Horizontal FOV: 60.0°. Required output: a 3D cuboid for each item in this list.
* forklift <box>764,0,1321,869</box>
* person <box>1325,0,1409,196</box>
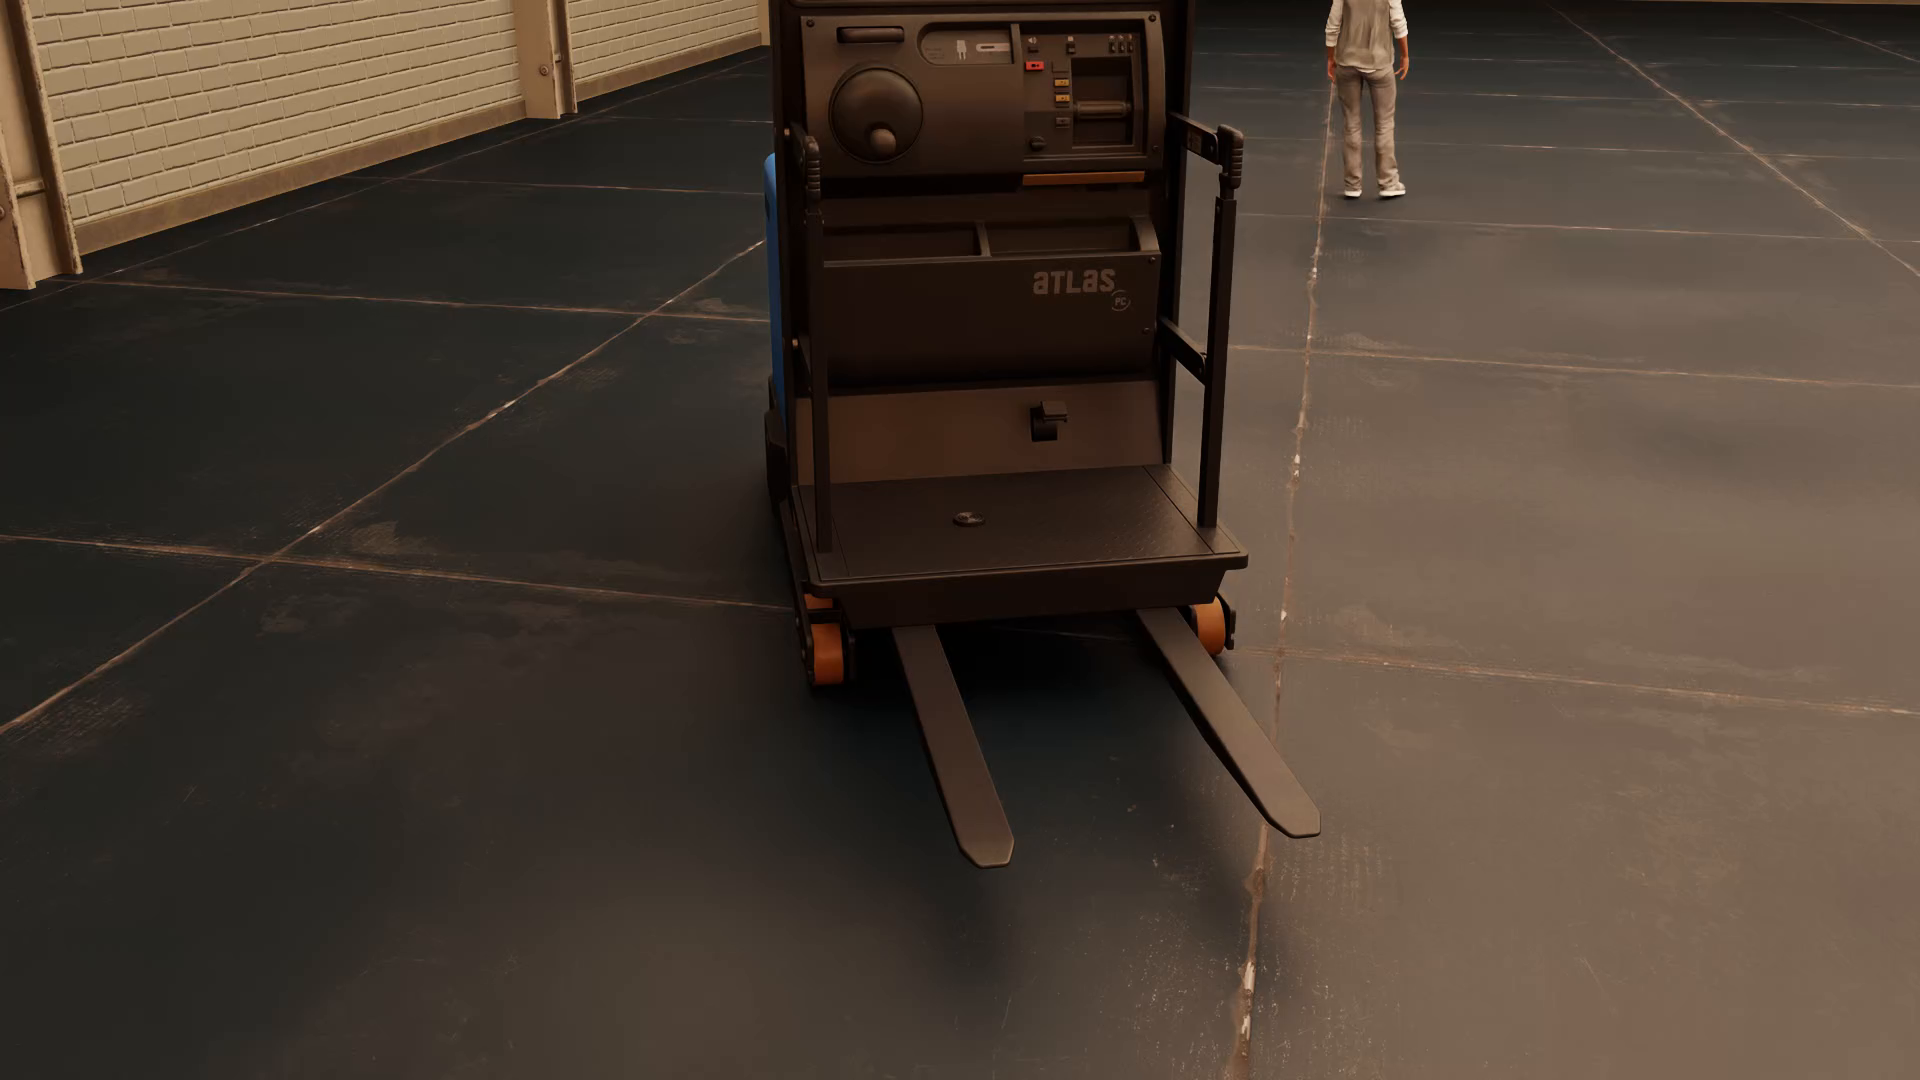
[{"bbox_3d":[0.104,-1.131,4.040,1.130,2.935,3.031,-4,22,-9],"label":"forklift"},{"bbox_3d":[2.492,-2.898,10.122,0.520,1.596,0.475,10,24,24],"label":"person"}]
